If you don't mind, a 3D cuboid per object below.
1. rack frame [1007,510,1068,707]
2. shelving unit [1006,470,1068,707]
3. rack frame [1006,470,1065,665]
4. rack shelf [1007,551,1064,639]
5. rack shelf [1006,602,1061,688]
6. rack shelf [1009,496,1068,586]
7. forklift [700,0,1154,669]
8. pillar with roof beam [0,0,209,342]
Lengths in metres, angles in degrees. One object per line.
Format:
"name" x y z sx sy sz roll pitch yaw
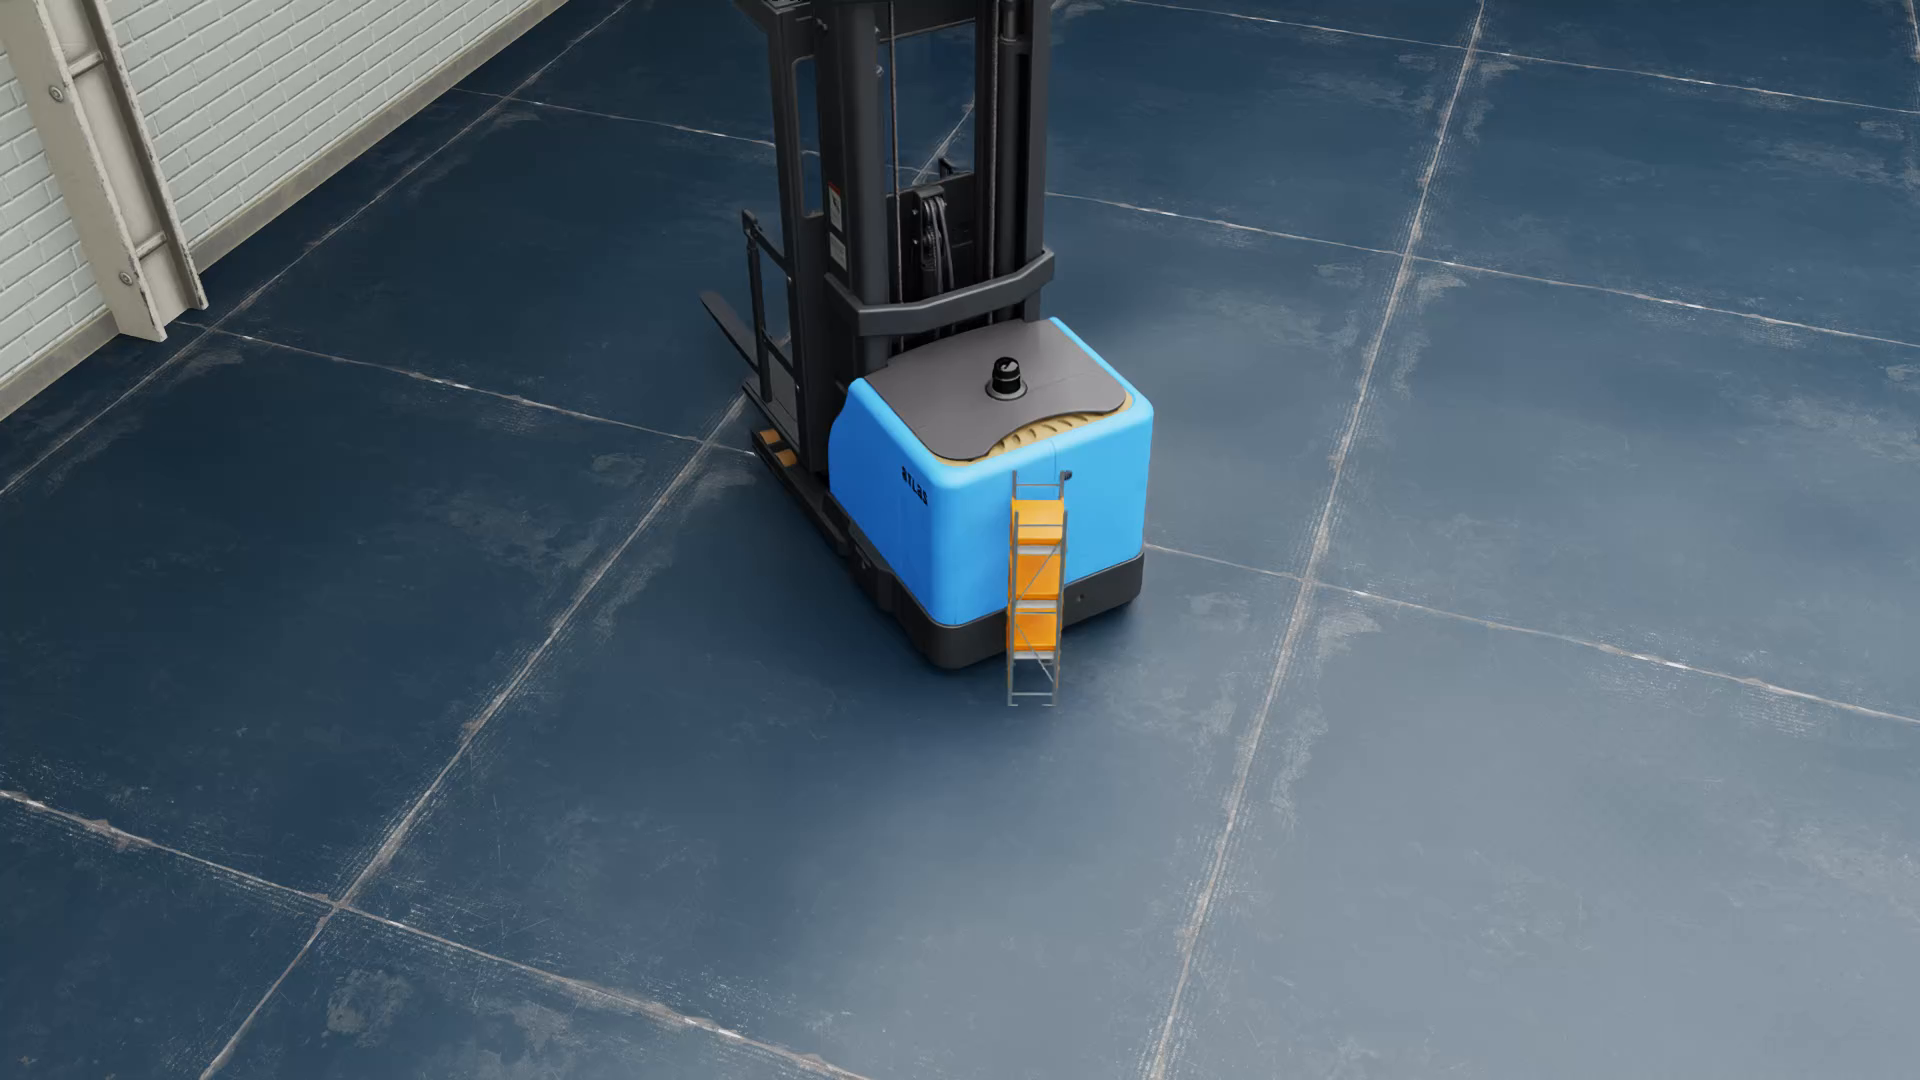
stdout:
"rack frame" 0.300 0.290 6.553 0.200 1.050 0.008 0 40 0
"shelving unit" 0.300 0.211 6.646 0.215 1.050 0.252 0 40 0
"rack frame" 0.300 0.132 6.739 0.200 1.050 0.008 0 40 0
"rack shelf" 0.300 0.219 6.653 0.215 0.259 0.240 0 40 0
"rack shelf" 0.298 0.430 6.834 0.215 0.259 0.240 0 40 0
"rack shelf" 0.302 0.003 6.469 0.215 0.259 0.240 0 40 0
"forklift" -0.361 -1.517 7.224 1.130 2.935 3.031 -20 44 -22
"pillar with roof beam" -0.333 -3.687 5.092 9.100 9.000 0.400 13 42 15
